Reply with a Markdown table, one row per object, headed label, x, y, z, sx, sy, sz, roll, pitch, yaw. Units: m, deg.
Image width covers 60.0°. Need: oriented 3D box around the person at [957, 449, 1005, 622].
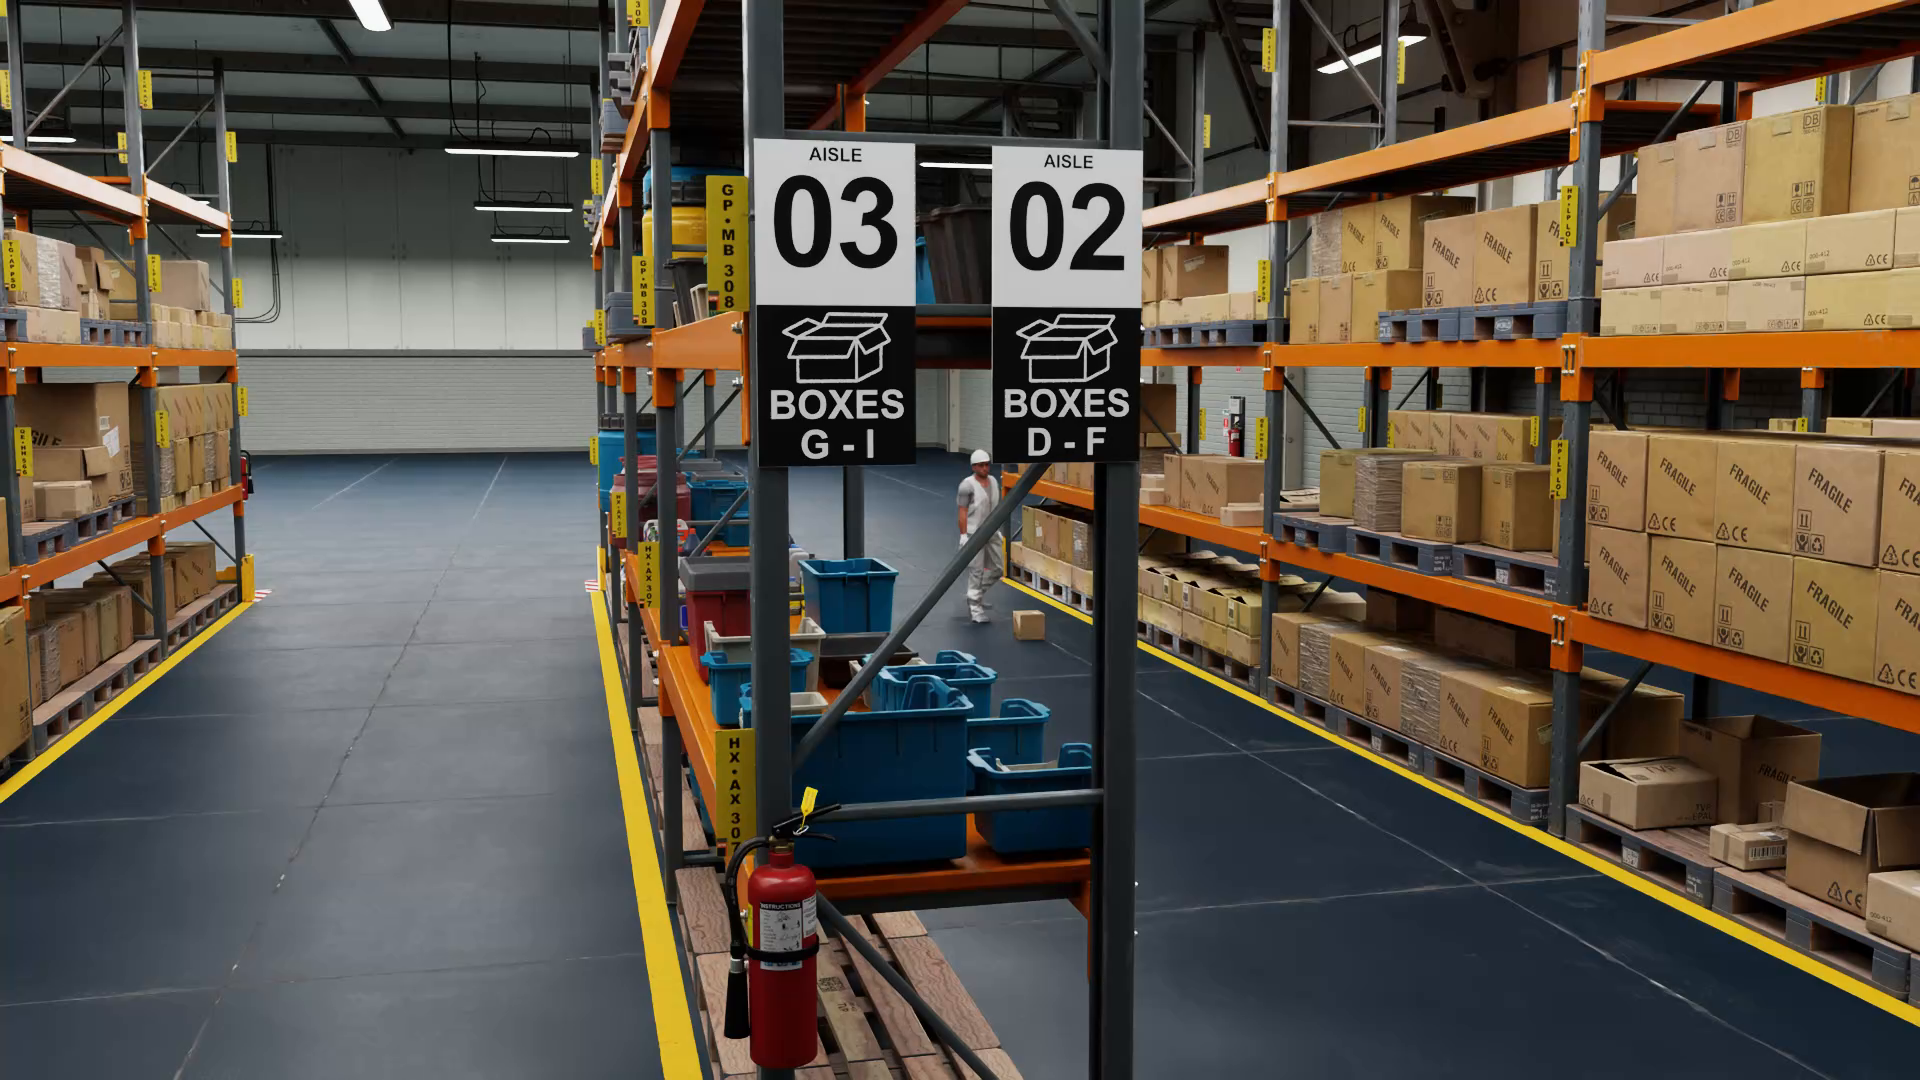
| label | x | y | z | sx | sy | sz | roll | pitch | yaw |
| --- | --- | --- | --- | --- | --- | --- | --- | --- | --- |
| person | 0.180 | -0.048 | 17.145 | 0.580 | 1.785 | 0.571 | -5 | 8 | -39 |
